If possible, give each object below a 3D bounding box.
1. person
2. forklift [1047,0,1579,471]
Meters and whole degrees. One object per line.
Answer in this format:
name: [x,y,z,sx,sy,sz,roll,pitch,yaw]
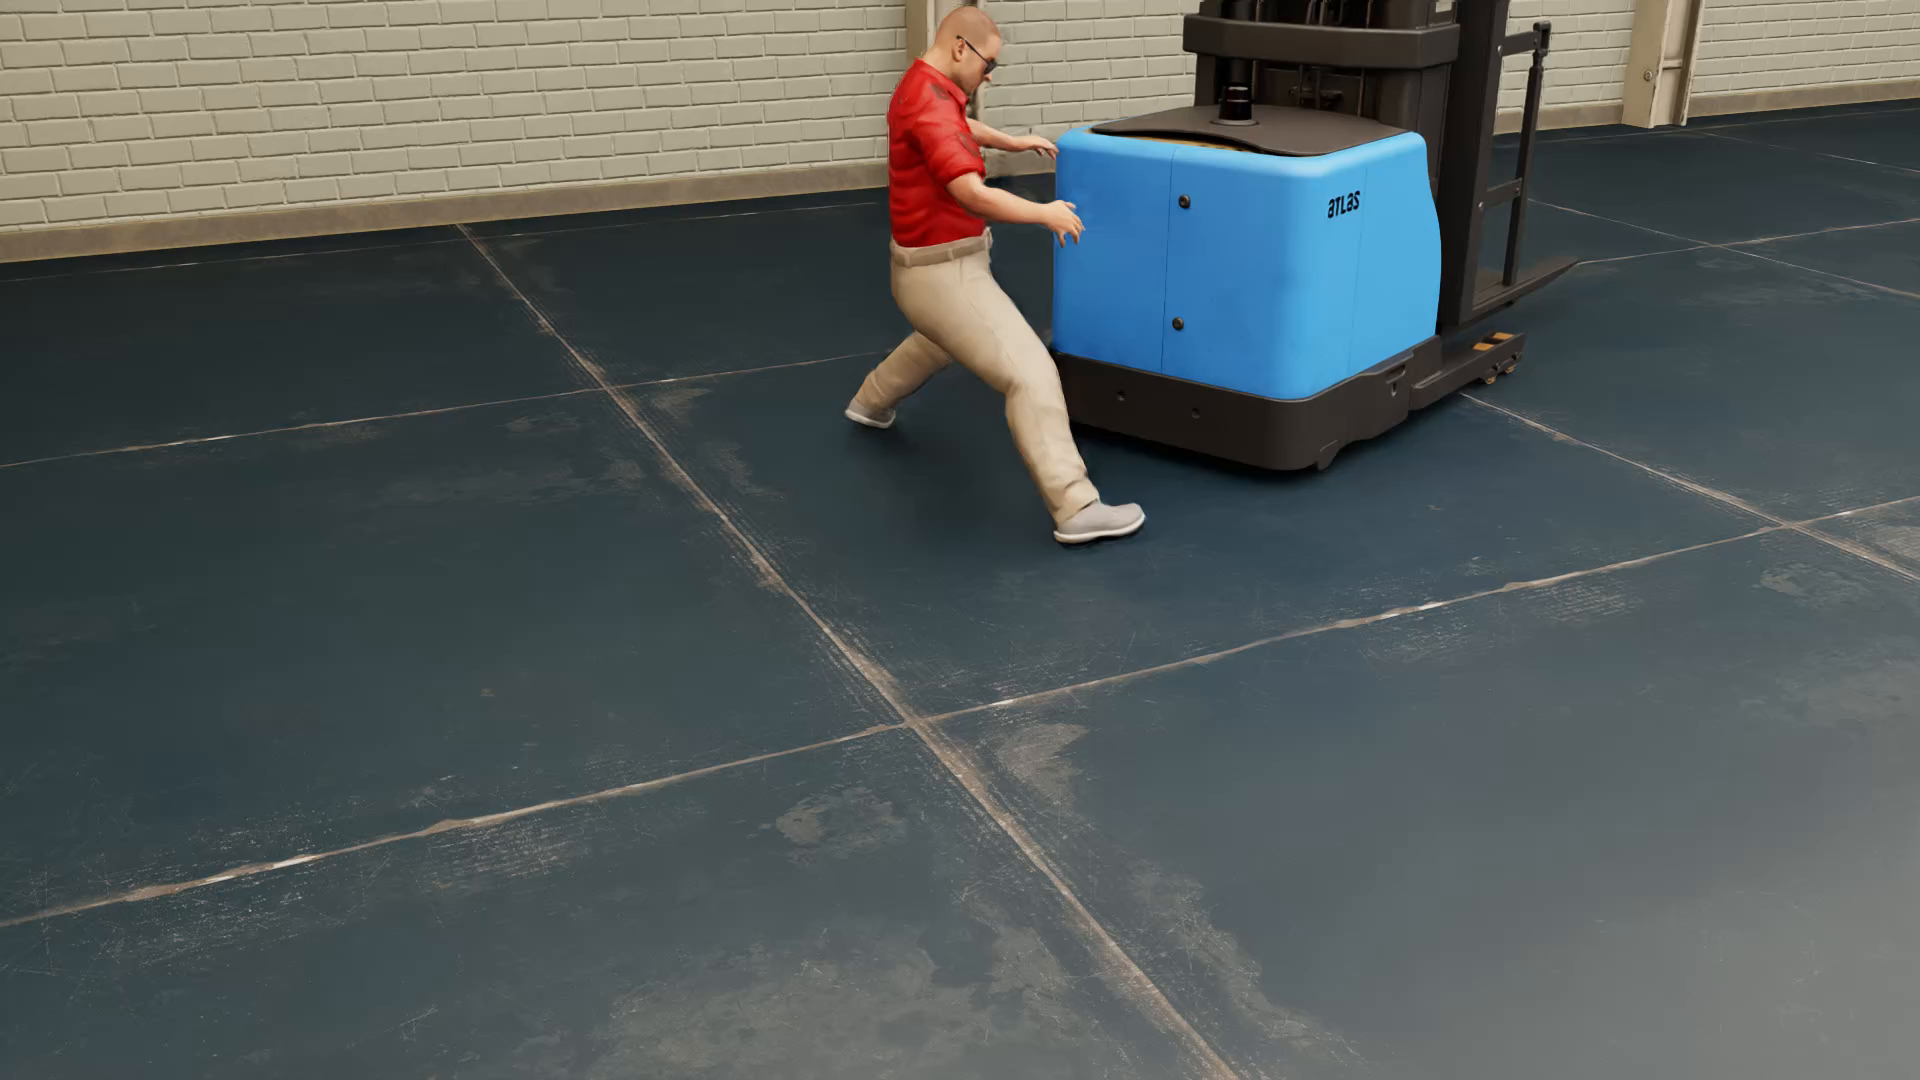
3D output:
person: [0.081,-0.919,5.326,0.831,1.523,1.316,-4,23,-9]
forklift: [1.632,-2.075,6.282,1.130,2.935,3.031,17,28,36]
